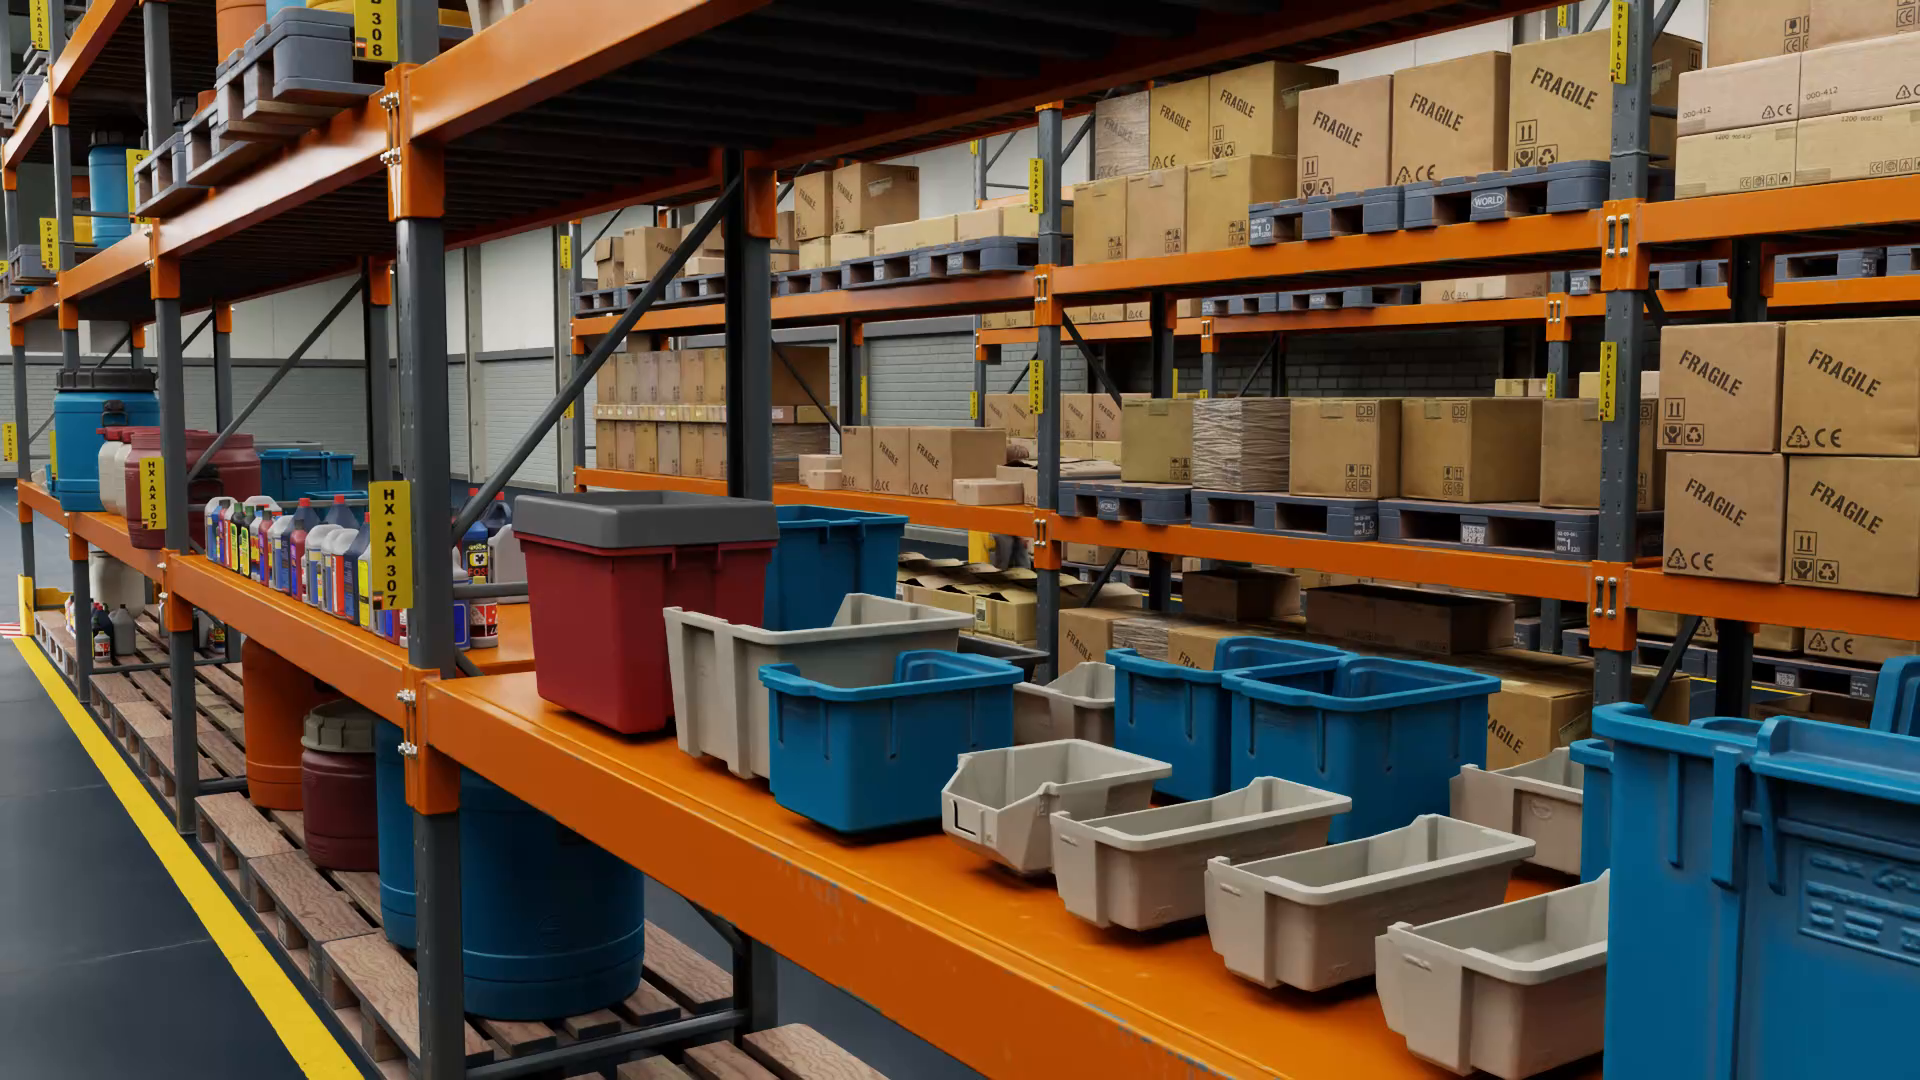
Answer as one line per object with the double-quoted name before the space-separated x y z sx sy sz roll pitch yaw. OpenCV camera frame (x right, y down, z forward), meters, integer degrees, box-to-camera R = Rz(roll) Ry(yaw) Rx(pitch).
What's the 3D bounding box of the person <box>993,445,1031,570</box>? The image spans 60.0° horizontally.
"person" 0.494 -0.042 14.778 0.618 1.611 0.419 1 5 12
